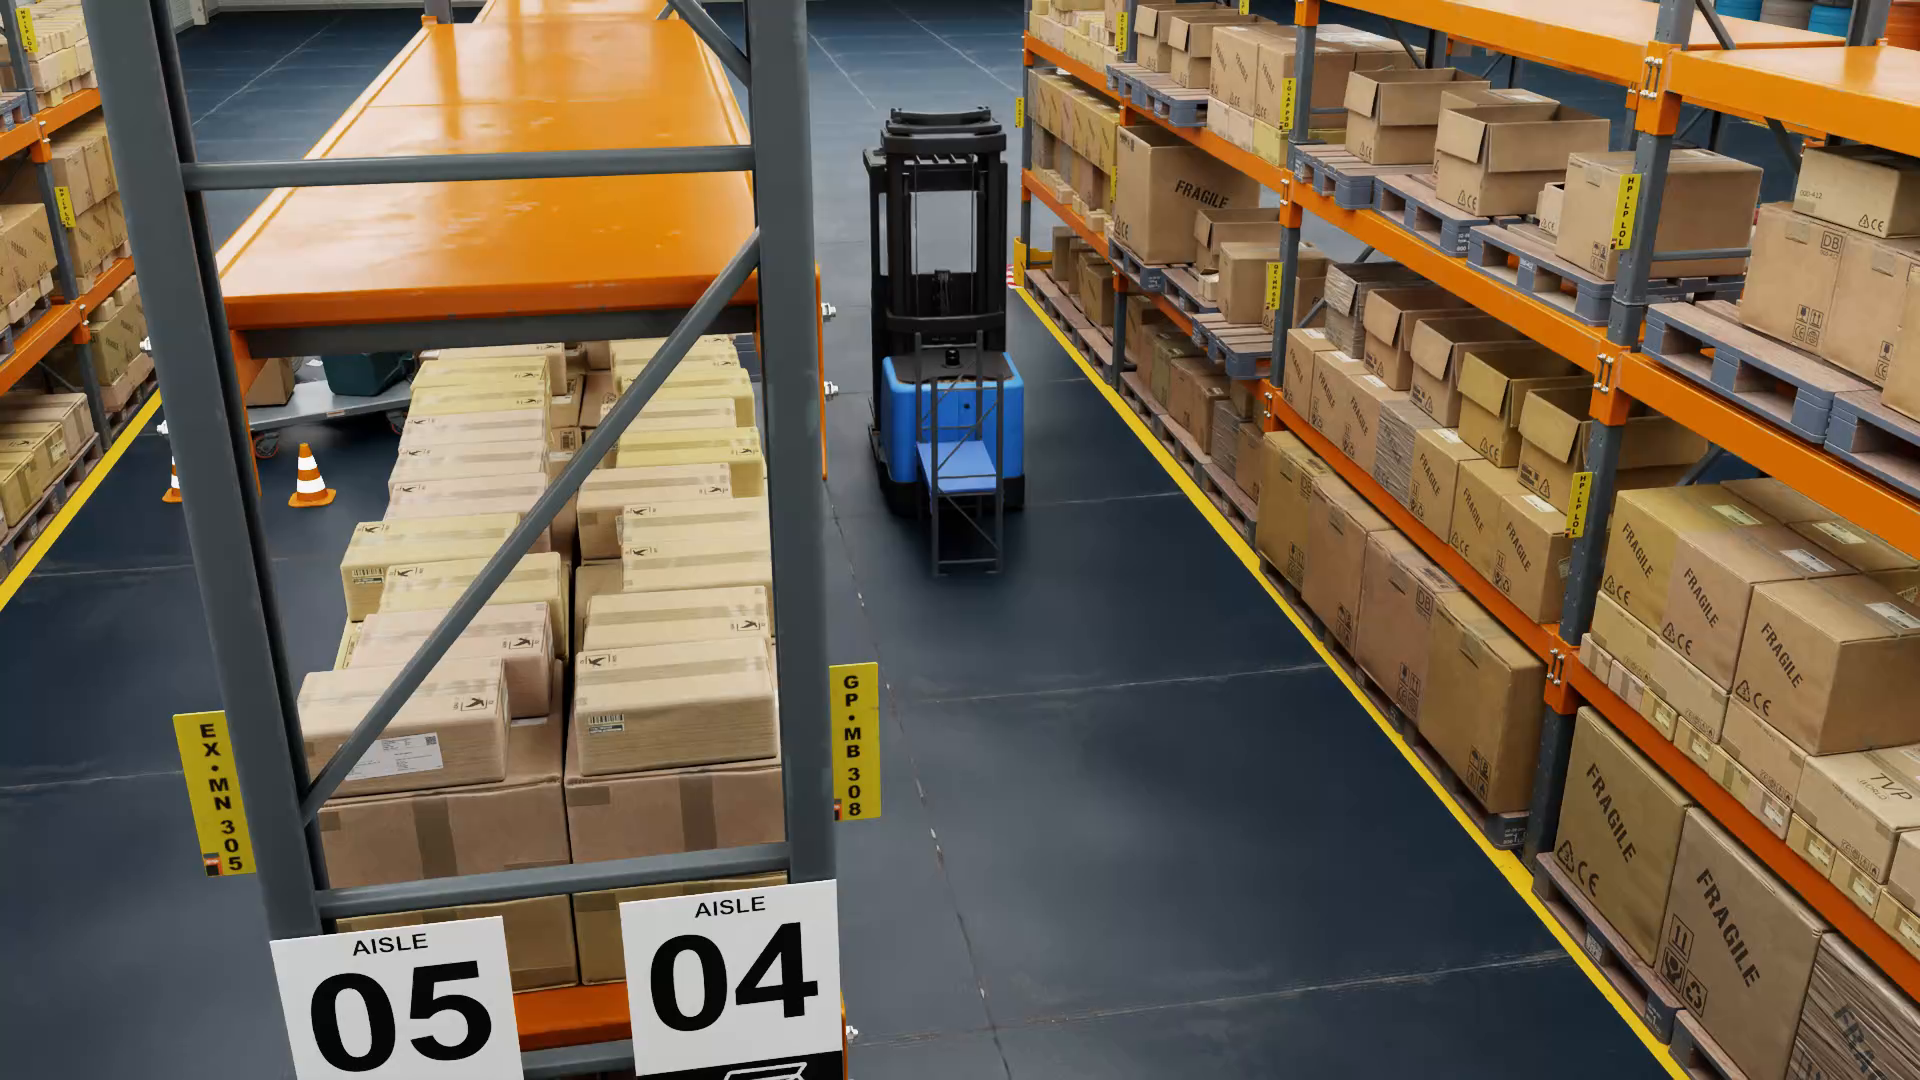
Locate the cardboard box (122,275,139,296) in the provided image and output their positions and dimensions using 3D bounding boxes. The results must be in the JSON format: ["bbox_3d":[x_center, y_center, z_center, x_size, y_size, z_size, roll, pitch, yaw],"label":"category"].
[{"bbox_3d":[-7.753,-2.312,15.201,0.380,0.149,0.250,-3,24,-7],"label":"cardboard box"}]

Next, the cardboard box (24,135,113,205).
[{"bbox_3d":[-7.737,-3.157,14.228,0.700,0.500,0.500,-4,24,-9],"label":"cardboard box"}]

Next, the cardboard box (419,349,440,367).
[{"bbox_3d":[-5.078,-1.818,16.324,0.396,0.266,0.258,0,24,-1],"label":"cardboard box"}]

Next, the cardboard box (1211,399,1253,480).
[{"bbox_3d":[2.424,-0.821,13.197,0.700,0.500,0.500,-6,24,-14],"label":"cardboard box"}]

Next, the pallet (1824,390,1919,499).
[{"bbox_3d":[3.786,-0.244,5.667,1.003,0.211,1.213,-4,24,-10],"label":"pallet"}]

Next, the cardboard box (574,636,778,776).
[{"bbox_3d":[-0.567,0.327,3.313,0.380,0.149,0.250,-5,24,-10],"label":"cardboard box"}]

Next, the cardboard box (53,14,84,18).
[{"bbox_3d":[-7.866,-4.612,14.873,0.380,0.149,0.250,-4,24,-8],"label":"cardboard box"}]

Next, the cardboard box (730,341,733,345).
[{"bbox_3d":[-1.135,-0.757,6.293,0.500,0.250,0.500,-5,24,-12],"label":"cardboard box"}]

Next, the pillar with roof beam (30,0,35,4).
[{"bbox_3d":[-13.268,-13.137,31.328,9.100,9.000,0.400,-4,24,-10],"label":"pillar with roof beam"}]

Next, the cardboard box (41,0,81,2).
[{"bbox_3d":[-8.670,-5.169,16.149,0.380,0.149,0.250,-4,24,-10],"label":"cardboard box"}]

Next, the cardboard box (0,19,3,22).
[{"bbox_3d":[-8.449,-4.461,14.530,0.380,0.149,0.250,-4,24,-9],"label":"cardboard box"}]

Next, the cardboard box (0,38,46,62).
[{"bbox_3d":[-7.533,-3.898,13.240,0.380,0.149,0.250,-5,24,-11],"label":"cardboard box"}]

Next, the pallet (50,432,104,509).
[{"bbox_3d":[-7.650,-0.541,13.468,1.003,0.211,1.213,-4,24,-10],"label":"pallet"}]

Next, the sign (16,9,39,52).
[{"bbox_3d":[-7.251,-3.960,12.925,0.100,0.325,0.005,-4,24,-10],"label":"sign"}]

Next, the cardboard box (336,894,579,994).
[{"bbox_3d":[-1.075,0.724,3.528,0.500,0.250,0.500,-5,24,-11],"label":"cardboard box"}]

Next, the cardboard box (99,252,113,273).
[{"bbox_3d":[-7.727,-2.455,14.680,0.380,0.149,0.250,-4,24,-8],"label":"cardboard box"}]

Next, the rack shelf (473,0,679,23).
[{"bbox_3d":[-1.840,-2.408,8.160,1.077,0.370,4.000,-4,24,-10],"label":"rack shelf"}]

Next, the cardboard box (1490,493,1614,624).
[{"bbox_3d":[3.068,0.079,8.440,0.500,0.500,0.500,-4,24,-10],"label":"cardboard box"}]

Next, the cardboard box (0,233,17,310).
[{"bbox_3d":[-7.302,-1.937,12.158,0.500,0.500,0.500,-3,24,-8],"label":"cardboard box"}]

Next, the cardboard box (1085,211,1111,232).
[{"bbox_3d":[1.435,-3.098,16.152,0.380,0.149,0.250,-4,24,-10],"label":"cardboard box"}]

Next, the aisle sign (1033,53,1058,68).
[{"bbox_3d":[0.897,-5.625,18.377,0.394,0.787,0.004,-4,24,-10],"label":"aisle sign"}]

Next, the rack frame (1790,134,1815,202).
[{"bbox_3d":[10.940,-5.164,20.568,1.000,3.000,0.127,-4,24,-10],"label":"rack frame"}]

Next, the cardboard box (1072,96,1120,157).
[{"bbox_3d":[1.404,-4.049,16.269,0.500,0.500,0.500,-4,24,-10],"label":"cardboard box"}]

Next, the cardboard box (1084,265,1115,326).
[{"bbox_3d":[1.603,-2.529,17.134,0.500,0.500,0.500,-6,24,-14],"label":"cardboard box"}]

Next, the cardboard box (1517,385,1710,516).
[{"bbox_3d":[3.296,-0.468,8.438,0.797,0.503,0.637,-5,24,-11],"label":"cardboard box"}]

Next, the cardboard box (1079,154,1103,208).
[{"bbox_3d":[1.672,-3.611,16.516,0.875,0.500,0.500,-4,24,-10],"label":"cardboard box"}]

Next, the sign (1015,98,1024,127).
[{"bbox_3d":[0.670,-4.788,18.627,0.100,0.325,0.005,-4,24,-10],"label":"sign"}]

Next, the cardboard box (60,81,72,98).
[{"bbox_3d":[-7.768,-3.823,14.065,0.380,0.149,0.250,-4,24,-8],"label":"cardboard box"}]

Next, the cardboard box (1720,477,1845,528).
[{"bbox_3d":[3.770,0.038,7.537,0.500,0.500,0.500,-4,24,-8],"label":"cardboard box"}]

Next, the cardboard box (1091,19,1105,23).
[{"bbox_3d":[1.457,-4.871,15.840,0.380,0.149,0.250,-3,24,-8],"label":"cardboard box"}]

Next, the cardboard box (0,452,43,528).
[{"bbox_3d":[-7.430,-0.351,12.308,0.950,0.372,0.625,-4,24,-8],"label":"cardboard box"}]

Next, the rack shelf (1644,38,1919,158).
[{"bbox_3d":[3.792,-1.161,5.307,1.077,0.370,4.000,-4,24,-10],"label":"rack shelf"}]

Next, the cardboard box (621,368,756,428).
[{"bbox_3d":[-0.812,-0.395,4.965,0.380,0.149,0.250,-5,24,-11],"label":"cardboard box"}]

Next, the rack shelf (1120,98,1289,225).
[{"bbox_3d":[2.313,-3.117,13.032,1.077,0.370,4.000,-4,24,-10],"label":"rack shelf"}]

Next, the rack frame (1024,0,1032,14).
[{"bbox_3d":[1.204,-7.181,17.692,1.000,3.000,0.127,-4,24,-10],"label":"rack frame"}]

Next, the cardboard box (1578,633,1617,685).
[{"bbox_3d":[3.150,0.544,7.813,0.380,0.149,0.250,-4,24,-10],"label":"cardboard box"}]

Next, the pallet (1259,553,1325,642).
[{"bbox_3d":[2.755,0.308,11.523,1.003,0.211,1.213,-4,24,-10],"label":"pallet"}]

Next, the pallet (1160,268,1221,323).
[{"bbox_3d":[2.277,-1.973,13.502,1.003,0.211,1.213,-4,24,-10],"label":"pallet"}]

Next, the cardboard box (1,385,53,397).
[{"bbox_3d":[-8.169,-1.270,14.564,0.500,0.250,0.500,-3,24,-7],"label":"cardboard box"}]

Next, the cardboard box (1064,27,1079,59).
[{"bbox_3d":[1.329,-4.927,16.466,0.500,0.250,0.500,-4,24,-8],"label":"cardboard box"}]

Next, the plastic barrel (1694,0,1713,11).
[{"bbox_3d":[6.924,-5.027,15.844,0.421,0.512,0.421,0,24,0],"label":"plastic barrel"}]

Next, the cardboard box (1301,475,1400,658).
[{"bbox_3d":[2.947,0.120,10.600,1.225,0.875,0.875,-4,24,-10],"label":"cardboard box"}]

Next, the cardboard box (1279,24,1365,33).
[{"bbox_3d":[2.659,-3.536,12.343,0.500,0.500,0.500,-5,24,-11],"label":"cardboard box"}]

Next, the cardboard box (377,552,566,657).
[{"bbox_3d":[-1.079,0.157,3.702,0.380,0.149,0.250,-5,24,-11],"label":"cardboard box"}]

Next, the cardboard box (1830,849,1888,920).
[{"bbox_3d":[3.490,1.260,6.175,0.380,0.149,0.250,-4,24,-9],"label":"cardboard box"}]

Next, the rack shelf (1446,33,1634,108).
[{"bbox_3d":[6.441,-5.057,17.474,1.077,0.370,4.000,-4,24,-10],"label":"rack shelf"}]

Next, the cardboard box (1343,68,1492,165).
[{"bbox_3d":[2.867,-2.665,10.445,0.797,0.503,0.637,-3,24,-7],"label":"cardboard box"}]

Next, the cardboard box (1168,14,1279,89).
[{"bbox_3d":[2.108,-3.910,13.296,0.797,0.503,0.637,-3,24,-8],"label":"cardboard box"}]

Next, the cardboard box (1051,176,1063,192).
[{"bbox_3d":[1.187,-3.792,17.742,0.380,0.149,0.250,-4,24,-10],"label":"cardboard box"}]

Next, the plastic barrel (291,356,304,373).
[{"bbox_3d":[-6.666,-1.817,16.125,0.512,0.421,0.421,13,27,27],"label":"plastic barrel"}]

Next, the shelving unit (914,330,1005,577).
[{"bbox_3d":[-0.015,-0.642,12.088,0.538,1.500,1.048,-3,24,-7],"label":"shelving unit"}]

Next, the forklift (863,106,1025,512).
[{"bbox_3d":[-0.200,-2.117,13.677,1.130,2.935,3.031,-3,24,-7],"label":"forklift"}]
